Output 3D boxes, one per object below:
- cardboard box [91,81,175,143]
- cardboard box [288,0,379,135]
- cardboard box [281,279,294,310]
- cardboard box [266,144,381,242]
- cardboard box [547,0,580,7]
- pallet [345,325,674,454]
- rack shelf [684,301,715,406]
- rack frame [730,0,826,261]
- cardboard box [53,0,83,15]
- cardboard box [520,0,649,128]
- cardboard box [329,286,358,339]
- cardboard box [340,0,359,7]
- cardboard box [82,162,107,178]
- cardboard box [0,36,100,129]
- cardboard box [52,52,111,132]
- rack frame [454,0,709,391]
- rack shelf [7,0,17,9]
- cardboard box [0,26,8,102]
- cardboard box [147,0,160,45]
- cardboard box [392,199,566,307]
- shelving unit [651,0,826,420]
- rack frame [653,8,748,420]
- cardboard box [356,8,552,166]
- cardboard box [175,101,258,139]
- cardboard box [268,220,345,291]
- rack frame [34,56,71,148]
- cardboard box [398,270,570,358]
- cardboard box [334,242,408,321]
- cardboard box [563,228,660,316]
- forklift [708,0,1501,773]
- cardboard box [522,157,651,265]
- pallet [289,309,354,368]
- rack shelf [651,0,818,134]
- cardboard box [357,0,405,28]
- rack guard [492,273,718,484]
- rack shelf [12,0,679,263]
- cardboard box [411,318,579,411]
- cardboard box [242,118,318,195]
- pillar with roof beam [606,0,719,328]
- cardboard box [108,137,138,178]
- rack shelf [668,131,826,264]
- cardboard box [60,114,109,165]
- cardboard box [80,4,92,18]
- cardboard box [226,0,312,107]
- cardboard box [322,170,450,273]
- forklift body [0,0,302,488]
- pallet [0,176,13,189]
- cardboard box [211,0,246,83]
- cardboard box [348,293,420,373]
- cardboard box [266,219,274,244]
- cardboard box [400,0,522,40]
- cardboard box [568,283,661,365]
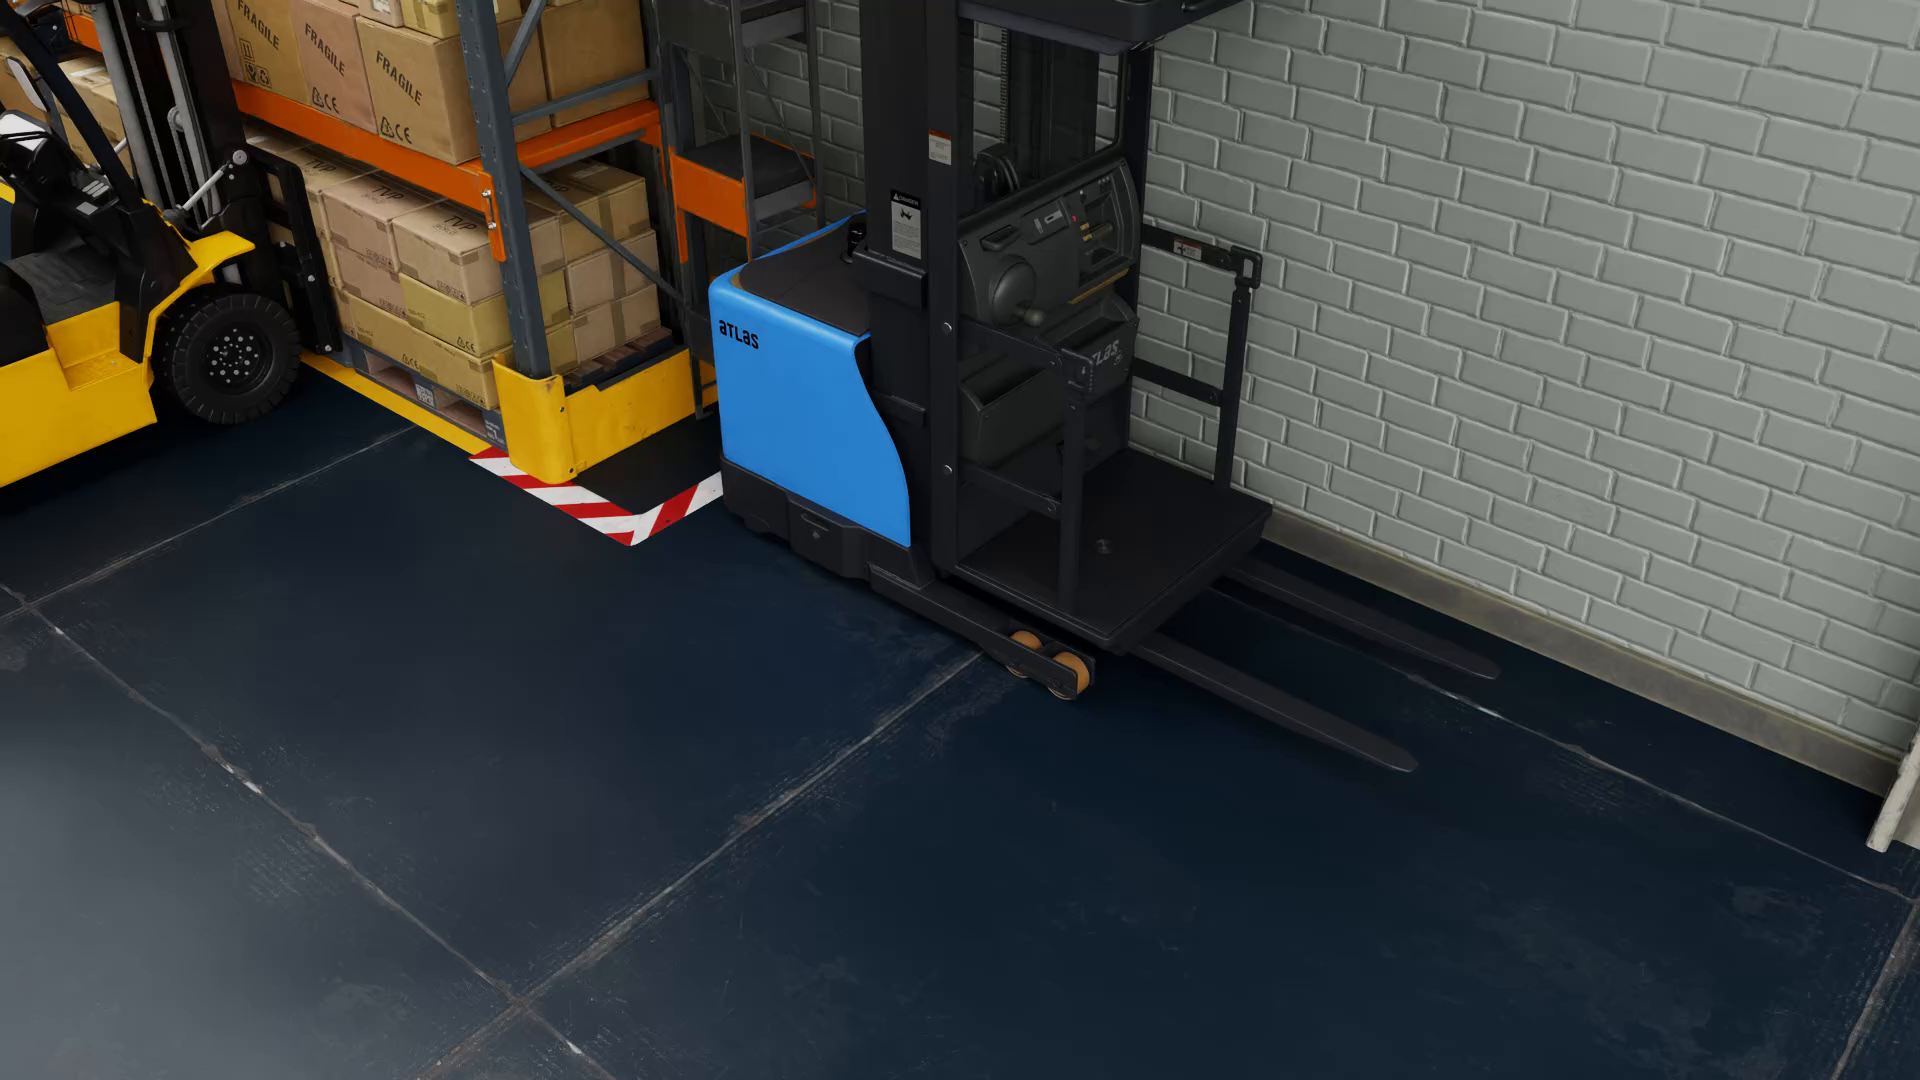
[{"bbox_3d":[-4.019,-2.183,8.453,0.500,0.250,0.500,25,42,32],"label":"cardboard box"},{"bbox_3d":[-2.442,-2.081,7.042,0.500,0.500,0.500,27,43,33],"label":"cardboard box"},{"bbox_3d":[-3.234,-1.404,8.202,0.500,0.250,0.500,27,43,33],"label":"cardboard box"},{"bbox_3d":[-2.846,-1.627,7.644,0.500,0.250,0.500,26,42,32],"label":"cardboard box"},{"bbox_3d":[-1.597,-2.328,6.829,0.250,0.149,0.380,24,41,31],"label":"cardboard box"},{"bbox_3d":[-2.117,-0.893,7.863,1.213,0.211,1.003,25,42,32],"label":"pallet"},{"bbox_3d":[-0.879,-0.806,7.330,0.480,0.518,0.431,29,44,35],"label":"rack shelf"},{"bbox_3d":[-0.705,-1.298,6.785,0.015,2.100,0.400,29,44,35],"label":"rack frame"},{"bbox_3d":[-4.403,-2.999,8.379,0.500,0.500,0.500,24,41,31],"label":"cardboard box"},{"bbox_3d":[-1.706,-2.125,7.106,0.500,0.500,0.500,27,43,33],"label":"cardboard box"},{"bbox_3d":[-2.821,-1.225,7.942,0.500,0.250,0.500,26,42,32],"label":"cardboard box"},{"bbox_3d":[-2.324,-2.296,6.782,0.250,0.149,0.380,26,42,33],"label":"cardboard box"},{"bbox_3d":[-4.417,-1.953,9.002,0.500,0.250,0.500,26,42,32],"label":"cardboard box"},{"bbox_3d":[-4.985,-2.611,9.628,0.625,0.625,0.875,27,43,34],"label":"cardboard box"},{"bbox_3d":[-4.406,-2.372,8.729,0.500,0.250,0.500,25,41,31],"label":"cardboard box"},{"bbox_3d":[-1.503,-1.783,6.697,0.127,3.000,1.000,25,42,32],"label":"rack frame"},{"bbox_3d":[-6.114,-3.660,10.065,4.000,0.370,1.077,25,42,32],"label":"rack shelf"},{"bbox_3d":[-5.576,-2.895,10.043,0.625,0.625,0.875,25,42,31],"label":"cardboard box"},{"bbox_3d":[-3.602,-2.635,7.849,0.500,0.500,0.500,25,42,31],"label":"cardboard box"},{"bbox_3d":[-2.056,-1.266,7.119,0.500,0.250,0.500,27,43,33],"label":"cardboard box"},{"bbox_3d":[-0.879,-1.395,6.926,0.503,2.100,0.431,29,44,35],"label":"shelving unit"},{"bbox_3d":[-1.054,-1.491,7.066,0.015,2.100,0.400,29,44,35],"label":"rack frame"},{"bbox_3d":[-2.049,-1.889,6.762,0.500,0.500,0.500,24,41,31],"label":"cardboard box"},{"bbox_3d":[-3.629,-2.008,8.198,0.500,0.250,0.500,27,43,33],"label":"cardboard box"},{"bbox_3d":[-2.865,-1.434,7.804,0.500,0.250,0.500,24,41,31],"label":"cardboard box"},{"bbox_3d":[-4.577,-3.232,8.807,0.127,3.000,1.000,25,42,32],"label":"rack frame"},{"bbox_3d":[-2.077,-1.069,7.274,0.500,0.250,0.500,25,41,31],"label":"cardboard box"},{"bbox_3d":[-2.455,-1.256,7.545,0.500,0.250,0.500,25,42,31],"label":"cardboard box"},{"bbox_3d":[-1.731,-1.290,7.595,0.500,0.250,0.500,26,42,33],"label":"cardboard box"},{"bbox_3d":[0.482,-0.980,5.588,3.031,2.935,1.130,25,42,32],"label":"forklift"},{"bbox_3d":[-1.751,-1.492,7.447,0.500,0.250,0.500,25,41,31],"label":"cardboard box"},{"bbox_3d":[-3.050,-1.335,8.507,1.213,0.211,1.003,25,42,32],"label":"pallet"},{"bbox_3d":[-0.879,-1.960,6.537,0.480,0.518,0.431,29,44,35],"label":"rack shelf"},{"bbox_3d":[-2.164,-2.175,6.607,0.250,0.149,0.380,26,42,33],"label":"cardboard box"},{"bbox_3d":[-1.484,-0.744,7.392,0.348,0.500,1.175,25,42,32],"label":"rack guard"},{"bbox_3d":[-3.040,-2.211,7.956,4.000,0.370,1.077,25,42,32],"label":"rack shelf"},{"bbox_3d":[-2.066,-0.856,7.404,0.500,0.250,0.500,26,42,32],"label":"cardboard box"},{"bbox_3d":[-3.231,-1.814,7.916,0.500,0.250,0.500,24,41,31],"label":"cardboard box"},{"bbox_3d":[-4.215,-3.028,3.210,0.400,9.000,9.100,25,42,32],"label":"pillar with roof beam"},{"bbox_3d":[-4.014,-1.987,8.610,0.500,0.250,0.500,25,42,32],"label":"cardboard box"},{"bbox_3d":[-0.879,-1.383,6.933,0.480,0.518,0.431,29,44,35],"label":"rack shelf"},{"bbox_3d":[-4.402,-2.169,8.874,0.500,0.250,0.500,25,42,32],"label":"cardboard box"},{"bbox_3d":[-3.992,-2.818,8.115,0.500,0.500,0.500,26,42,33],"label":"cardboard box"},{"bbox_3d":[-2.836,-2.266,7.312,0.500,0.500,0.500,24,41,31],"label":"cardboard box"},{"bbox_3d":[-2.452,-1.449,7.385,0.500,0.250,0.500,26,42,33],"label":"cardboard box"},{"bbox_3d":[-4.127,-1.327,6.782,1.214,2.155,2.313,25,42,32],"label":"forklift body"},{"bbox_3d":[-5.168,-2.333,9.960,1.213,0.211,1.003,25,42,32],"label":"pallet"},{"bbox_3d":[-3.229,-2.443,7.570,0.500,0.500,0.500,26,42,32],"label":"cardboard box"},{"bbox_3d":[-2.442,-1.040,7.673,0.500,0.250,0.500,25,42,32],"label":"cardboard box"},{"bbox_3d":[-3.248,-1.616,8.070,0.500,0.250,0.500,25,42,32],"label":"cardboard box"},{"bbox_3d":[-1.948,-2.096,6.491,0.250,0.149,0.380,26,42,32],"label":"cardboard box"},{"bbox_3d":[-1.755,-1.086,7.740,0.500,0.250,0.500,25,42,32],"label":"cardboard box"}]
